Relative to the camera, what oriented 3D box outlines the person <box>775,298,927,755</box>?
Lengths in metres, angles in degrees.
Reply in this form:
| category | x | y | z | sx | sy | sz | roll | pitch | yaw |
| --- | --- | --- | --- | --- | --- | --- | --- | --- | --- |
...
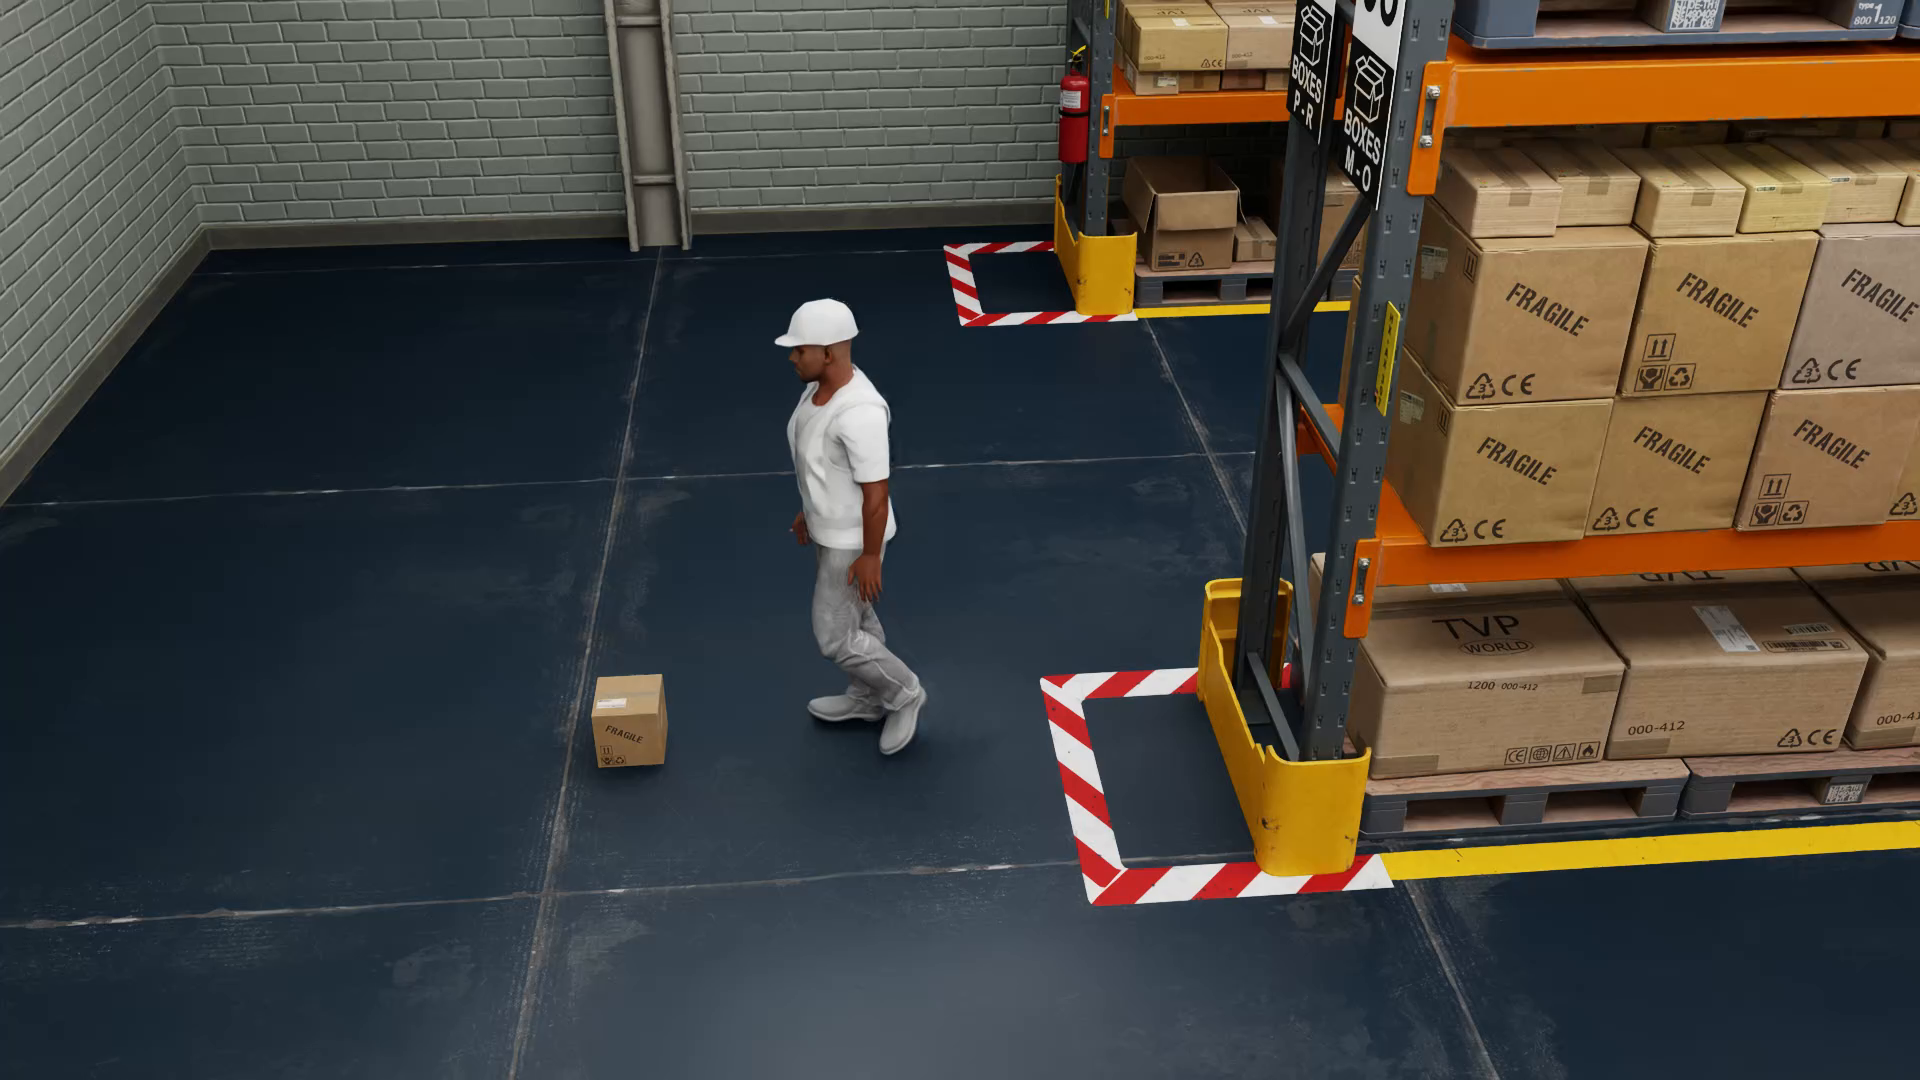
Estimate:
| category | x | y | z | sx | sy | sz | roll | pitch | yaw |
| --- | --- | --- | --- | --- | --- | --- | --- | --- | --- |
| person | -0.394 | -0.049 | 6.148 | 0.481 | 1.762 | 0.598 | -8 | 32 | -14 |
